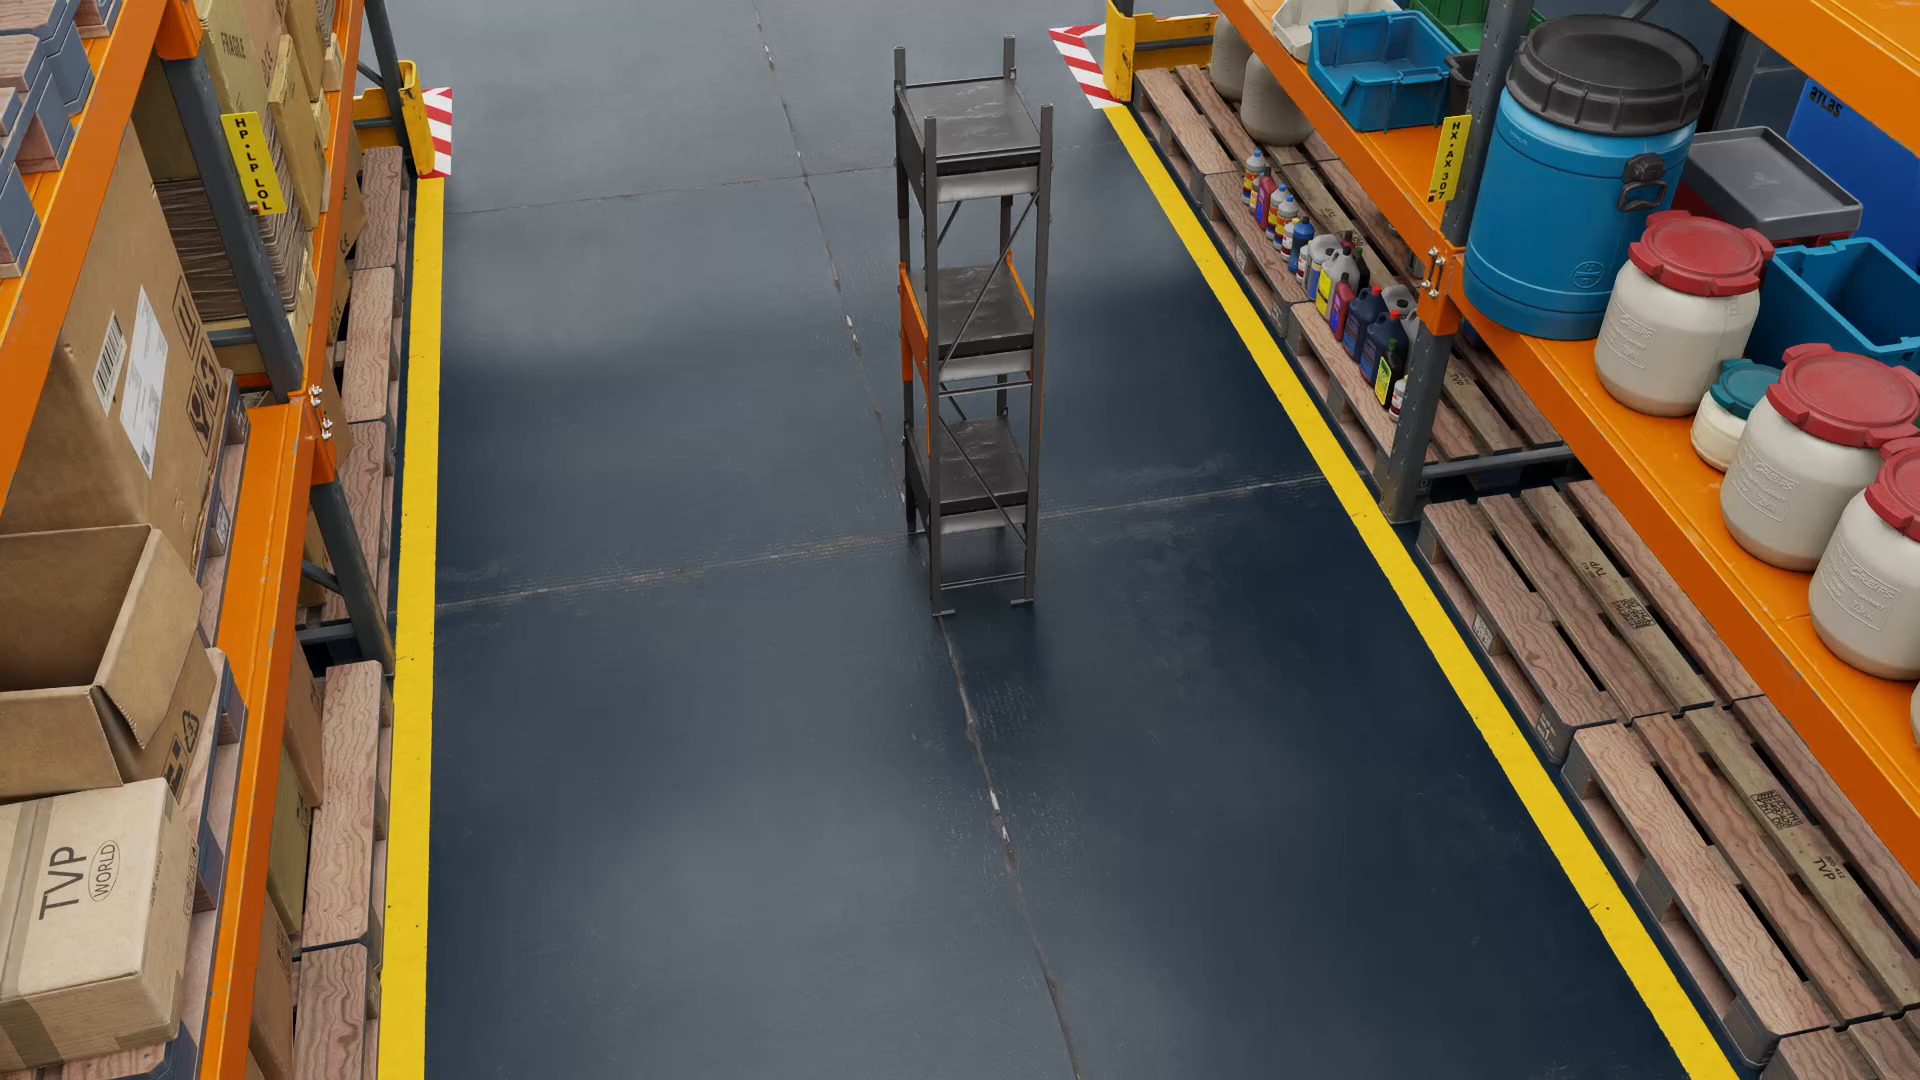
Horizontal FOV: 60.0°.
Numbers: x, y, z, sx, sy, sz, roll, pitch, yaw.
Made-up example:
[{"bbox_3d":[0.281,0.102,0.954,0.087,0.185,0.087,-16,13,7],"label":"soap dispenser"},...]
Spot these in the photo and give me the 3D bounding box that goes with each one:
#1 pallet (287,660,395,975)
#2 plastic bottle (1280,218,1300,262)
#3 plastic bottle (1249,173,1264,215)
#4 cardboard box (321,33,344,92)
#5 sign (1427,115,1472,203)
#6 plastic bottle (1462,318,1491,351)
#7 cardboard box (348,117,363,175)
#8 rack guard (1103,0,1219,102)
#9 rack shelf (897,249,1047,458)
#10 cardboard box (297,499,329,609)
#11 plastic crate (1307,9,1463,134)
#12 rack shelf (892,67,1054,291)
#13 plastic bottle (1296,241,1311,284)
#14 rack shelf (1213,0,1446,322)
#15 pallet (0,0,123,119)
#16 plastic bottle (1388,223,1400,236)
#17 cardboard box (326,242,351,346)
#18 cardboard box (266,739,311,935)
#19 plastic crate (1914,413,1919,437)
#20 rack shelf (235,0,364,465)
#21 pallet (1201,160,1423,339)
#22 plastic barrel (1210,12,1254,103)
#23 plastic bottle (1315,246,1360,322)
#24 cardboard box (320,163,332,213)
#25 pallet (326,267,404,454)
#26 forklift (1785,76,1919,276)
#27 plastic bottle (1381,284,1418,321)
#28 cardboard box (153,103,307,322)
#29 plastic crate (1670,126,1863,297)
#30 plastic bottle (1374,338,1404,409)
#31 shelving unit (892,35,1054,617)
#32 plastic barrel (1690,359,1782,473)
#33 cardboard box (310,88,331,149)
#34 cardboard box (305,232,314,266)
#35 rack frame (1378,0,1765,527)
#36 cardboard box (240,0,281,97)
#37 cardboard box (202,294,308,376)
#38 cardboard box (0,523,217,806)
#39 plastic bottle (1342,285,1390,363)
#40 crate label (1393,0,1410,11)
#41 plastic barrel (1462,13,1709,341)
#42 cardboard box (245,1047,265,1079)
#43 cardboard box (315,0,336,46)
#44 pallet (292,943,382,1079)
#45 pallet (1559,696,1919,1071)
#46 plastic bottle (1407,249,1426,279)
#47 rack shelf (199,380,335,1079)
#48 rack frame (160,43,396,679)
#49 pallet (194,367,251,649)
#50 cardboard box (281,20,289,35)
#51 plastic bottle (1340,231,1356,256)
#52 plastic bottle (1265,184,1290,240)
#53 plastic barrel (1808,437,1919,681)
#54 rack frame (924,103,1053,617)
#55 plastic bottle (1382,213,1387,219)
[{"bbox_3d":[-2.430,0.968,5.500,1.003,0.211,1.213,-8,42,-9],"label":"pallet"},{"bbox_3d":[1.578,-1.429,7.876,0.097,0.201,0.097,0,42,0],"label":"plastic bottle"},{"bbox_3d":[1.483,-1.713,8.196,0.097,0.201,0.097,0,42,0],"label":"plastic bottle"},{"bbox_3d":[-2.773,-1.966,6.894,0.380,0.149,0.250,-8,42,-9],"label":"cardboard box"},{"bbox_3d":[1.697,-1.321,5.770,0.100,0.325,0.005,-8,42,-9],"label":"sign"},{"bbox_3d":[2.327,-1.025,7.309,0.144,0.351,0.185,-8,42,-9],"label":"plastic bottle"},{"bbox_3d":[-3.344,-1.987,8.295,0.500,0.500,0.500,-1,42,-1],"label":"cardboard box"},{"bbox_3d":[1.436,-2.904,9.645,1.175,0.500,0.348,-8,42,-9],"label":"rack guard"},{"bbox_3d":[0.036,-0.668,5.941,0.431,0.518,0.480,-8,42,-9],"label":"rack shelf"},{"bbox_3d":[-2.646,-0.066,6.132,0.500,0.500,0.500,-10,42,-11],"label":"cardboard box"},{"bbox_3d":[1.733,-1.912,6.756,0.499,0.251,0.616,-8,42,-9],"label":"plastic crate"},{"bbox_3d":[0.036,-1.191,5.476,0.431,0.518,0.480,-8,42,-9],"label":"rack shelf"},{"bbox_3d":[1.622,-1.295,7.726,0.097,0.201,0.097,0,42,0],"label":"plastic bottle"},{"bbox_3d":[1.805,-2.316,7.642,1.077,0.370,4.000,-8,42,-9],"label":"rack shelf"},{"bbox_3d":[-2.570,-1.215,3.741,1.213,0.211,1.003,-8,42,-9],"label":"pallet"},{"bbox_3d":[2.138,-1.585,8.052,0.097,0.201,0.097,0,42,0],"label":"plastic bottle"},{"bbox_3d":[-3.065,-1.196,7.404,0.500,0.500,0.500,-5,42,-5],"label":"cardboard box"},{"bbox_3d":[-2.403,0.904,5.023,0.700,0.500,0.500,-9,42,-10],"label":"cardboard box"},{"bbox_3d":[2.889,-0.121,4.787,0.450,0.188,0.662,-8,42,-9],"label":"plastic crate"},{"bbox_3d":[-3.031,-1.606,6.842,1.077,0.370,4.000,-8,42,-9],"label":"rack shelf"},{"bbox_3d":[1.866,-1.480,8.258,1.003,0.211,1.213,-8,42,-9],"label":"pallet"},{"bbox_3d":[1.590,-2.693,9.081,0.421,0.512,0.421,0,42,0],"label":"plastic barrel"},{"bbox_3d":[1.705,-1.173,7.475,0.144,0.351,0.185,-9,42,-10],"label":"plastic bottle"},{"bbox_3d":[-2.551,-1.318,6.165,0.380,0.149,0.250,-8,42,-9],"label":"cardboard box"},{"bbox_3d":[-3.045,-0.759,7.446,1.003,0.211,1.213,-8,42,-9],"label":"pallet"},{"bbox_3d":[4.805,-1.687,6.443,1.130,2.935,3.031,-10,43,-11],"label":"forklift"},{"bbox_3d":[1.914,-0.973,7.307,0.152,0.276,0.135,-8,42,-9],"label":"plastic bottle"},{"bbox_3d":[-2.636,-1.028,5.349,0.875,0.500,0.500,-8,42,-9],"label":"cardboard box"},{"bbox_3d":[2.640,-1.043,5.617,0.402,0.464,0.583,-8,42,-9],"label":"plastic crate"},{"bbox_3d":[1.811,-0.702,6.996,0.061,0.283,0.133,-6,42,-7],"label":"plastic bottle"},{"bbox_3d":[0.036,-0.678,5.932,0.431,2.100,0.503,-8,42,-9],"label":"shelving unit"},{"bbox_3d":[2.373,-0.357,4.997,0.301,0.262,0.301,0,42,0],"label":"plastic barrel"},{"bbox_3d":[-2.689,-1.638,6.525,0.380,0.149,0.250,-8,42,-9],"label":"cardboard box"},{"bbox_3d":[-2.474,-0.990,5.795,0.380,0.149,0.250,-8,42,-9],"label":"cardboard box"},{"bbox_3d":[2.237,-1.289,5.942,1.000,3.000,0.127,-8,42,-9],"label":"rack frame"},{"bbox_3d":[-2.557,-1.754,5.413,0.500,0.500,0.500,-8,42,-9],"label":"cardboard box"},{"bbox_3d":[-2.352,-0.668,5.432,0.380,0.149,0.250,-8,42,-9],"label":"cardboard box"},{"bbox_3d":[-2.135,0.336,3.718,0.797,0.503,0.637,-4,42,-5],"label":"cardboard box"},{"bbox_3d":[1.775,-0.963,7.240,0.144,0.351,0.185,-10,43,-11],"label":"plastic bottle"},{"bbox_3d":[2.035,-2.741,7.551,0.502,0.435,0.616,-8,42,-9],"label":"crate label"},{"bbox_3d":[2.025,-1.182,5.445,0.600,0.901,0.708,-8,42,-9],"label":"plastic barrel"},{"bbox_3d":[-2.161,1.628,4.208,0.700,0.500,0.500,-5,42,-6],"label":"cardboard box"},{"bbox_3d":[-3.080,-2.323,6.808,0.875,0.500,0.500,-8,42,-9],"label":"cardboard box"},{"bbox_3d":[-2.163,1.761,4.608,1.003,0.211,1.213,-8,42,-9],"label":"pallet"},{"bbox_3d":[2.711,1.050,5.408,1.003,0.211,1.213,-8,42,-9],"label":"pallet"},{"bbox_3d":[2.196,-1.378,7.763,0.152,0.276,0.135,-8,42,-9],"label":"plastic bottle"},{"bbox_3d":[-2.167,0.986,3.921,1.077,0.370,4.000,-8,42,-9],"label":"rack shelf"},{"bbox_3d":[-2.599,-0.579,5.143,1.000,3.000,0.127,-8,42,-9],"label":"rack frame"},{"bbox_3d":[-2.576,0.009,4.625,1.003,0.211,1.213,-8,42,-9],"label":"pallet"},{"bbox_3d":[-2.916,-1.667,6.069,0.875,0.500,0.500,-8,42,-9],"label":"cardboard box"},{"bbox_3d":[1.778,-1.269,7.635,0.061,0.283,0.133,-8,42,-9],"label":"plastic bottle"},{"bbox_3d":[1.535,-1.584,7.998,0.097,0.271,0.097,0,42,0],"label":"plastic bottle"},{"bbox_3d":[2.481,0.068,4.311,0.433,0.535,0.433,0,42,0],"label":"plastic barrel"},{"bbox_3d":[0.088,-0.520,5.754,0.400,2.100,0.015,-8,42,-9],"label":"rack frame"},{"bbox_3d":[2.122,-1.720,8.143,0.061,0.283,0.133,-8,42,-9],"label":"plastic bottle"}]
